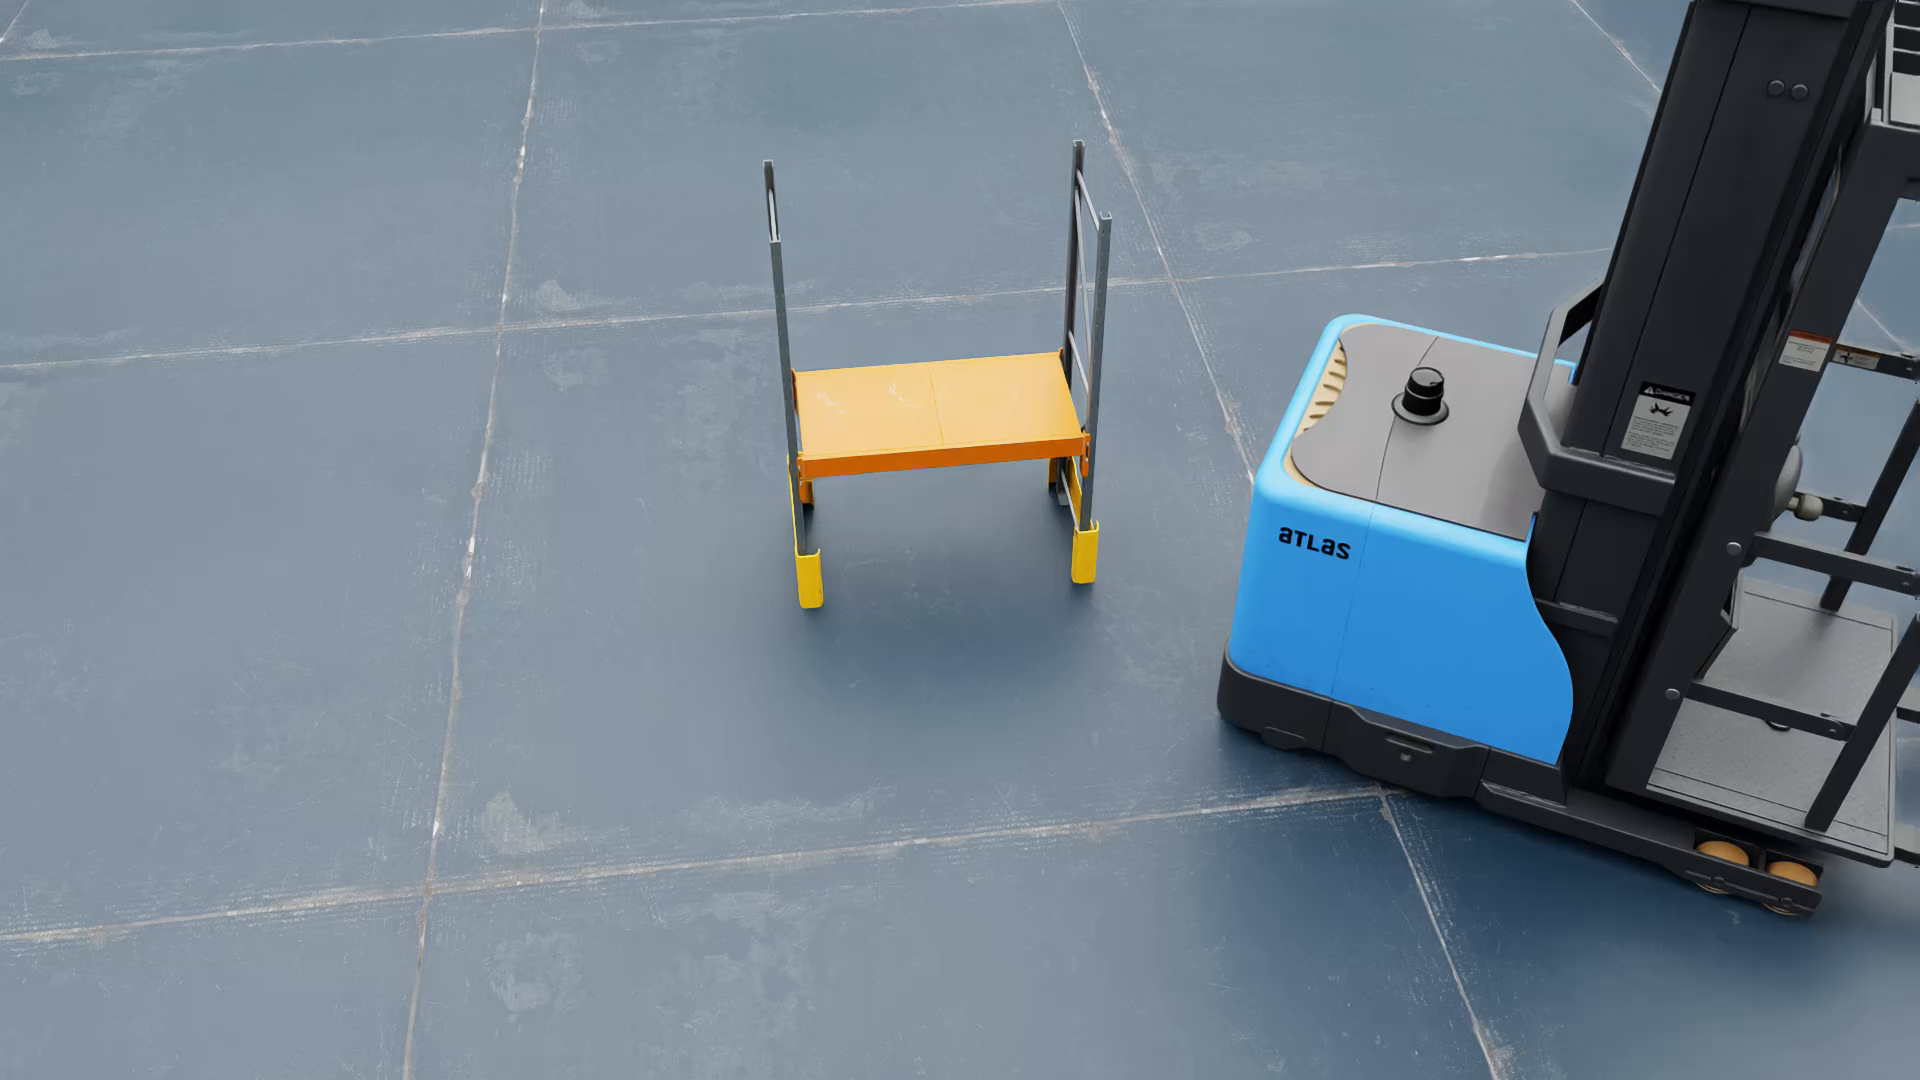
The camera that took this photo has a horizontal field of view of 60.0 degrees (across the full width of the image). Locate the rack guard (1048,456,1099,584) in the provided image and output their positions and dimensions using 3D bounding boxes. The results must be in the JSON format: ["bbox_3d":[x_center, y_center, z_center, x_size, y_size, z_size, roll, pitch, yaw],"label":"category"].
[{"bbox_3d":[0.418,-0.129,6.207,0.087,0.250,0.587,-5,42,-6],"label":"rack guard"}]

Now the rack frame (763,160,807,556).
[{"bbox_3d":[-0.589,-0.505,5.691,0.032,1.500,0.500,-5,42,-6],"label":"rack frame"}]

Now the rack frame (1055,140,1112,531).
[{"bbox_3d":[0.419,-0.594,5.788,0.032,1.500,0.500,-5,42,-6],"label":"rack frame"}]

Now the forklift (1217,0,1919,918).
[{"bbox_3d":[2.420,-0.370,4.471,3.031,2.935,1.130,16,44,17],"label":"forklift"}]

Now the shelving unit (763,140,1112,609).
[{"bbox_3d":[-0.076,-0.550,5.740,1.083,1.500,0.587,-5,42,-6],"label":"shelving unit"}]

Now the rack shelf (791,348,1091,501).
[{"bbox_3d":[-0.085,-0.416,5.860,1.000,0.185,0.538,-5,42,-6],"label":"rack shelf"}]

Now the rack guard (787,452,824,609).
[{"bbox_3d":[-0.569,-0.043,6.111,0.087,0.250,0.587,-5,42,-6],"label":"rack guard"}]
